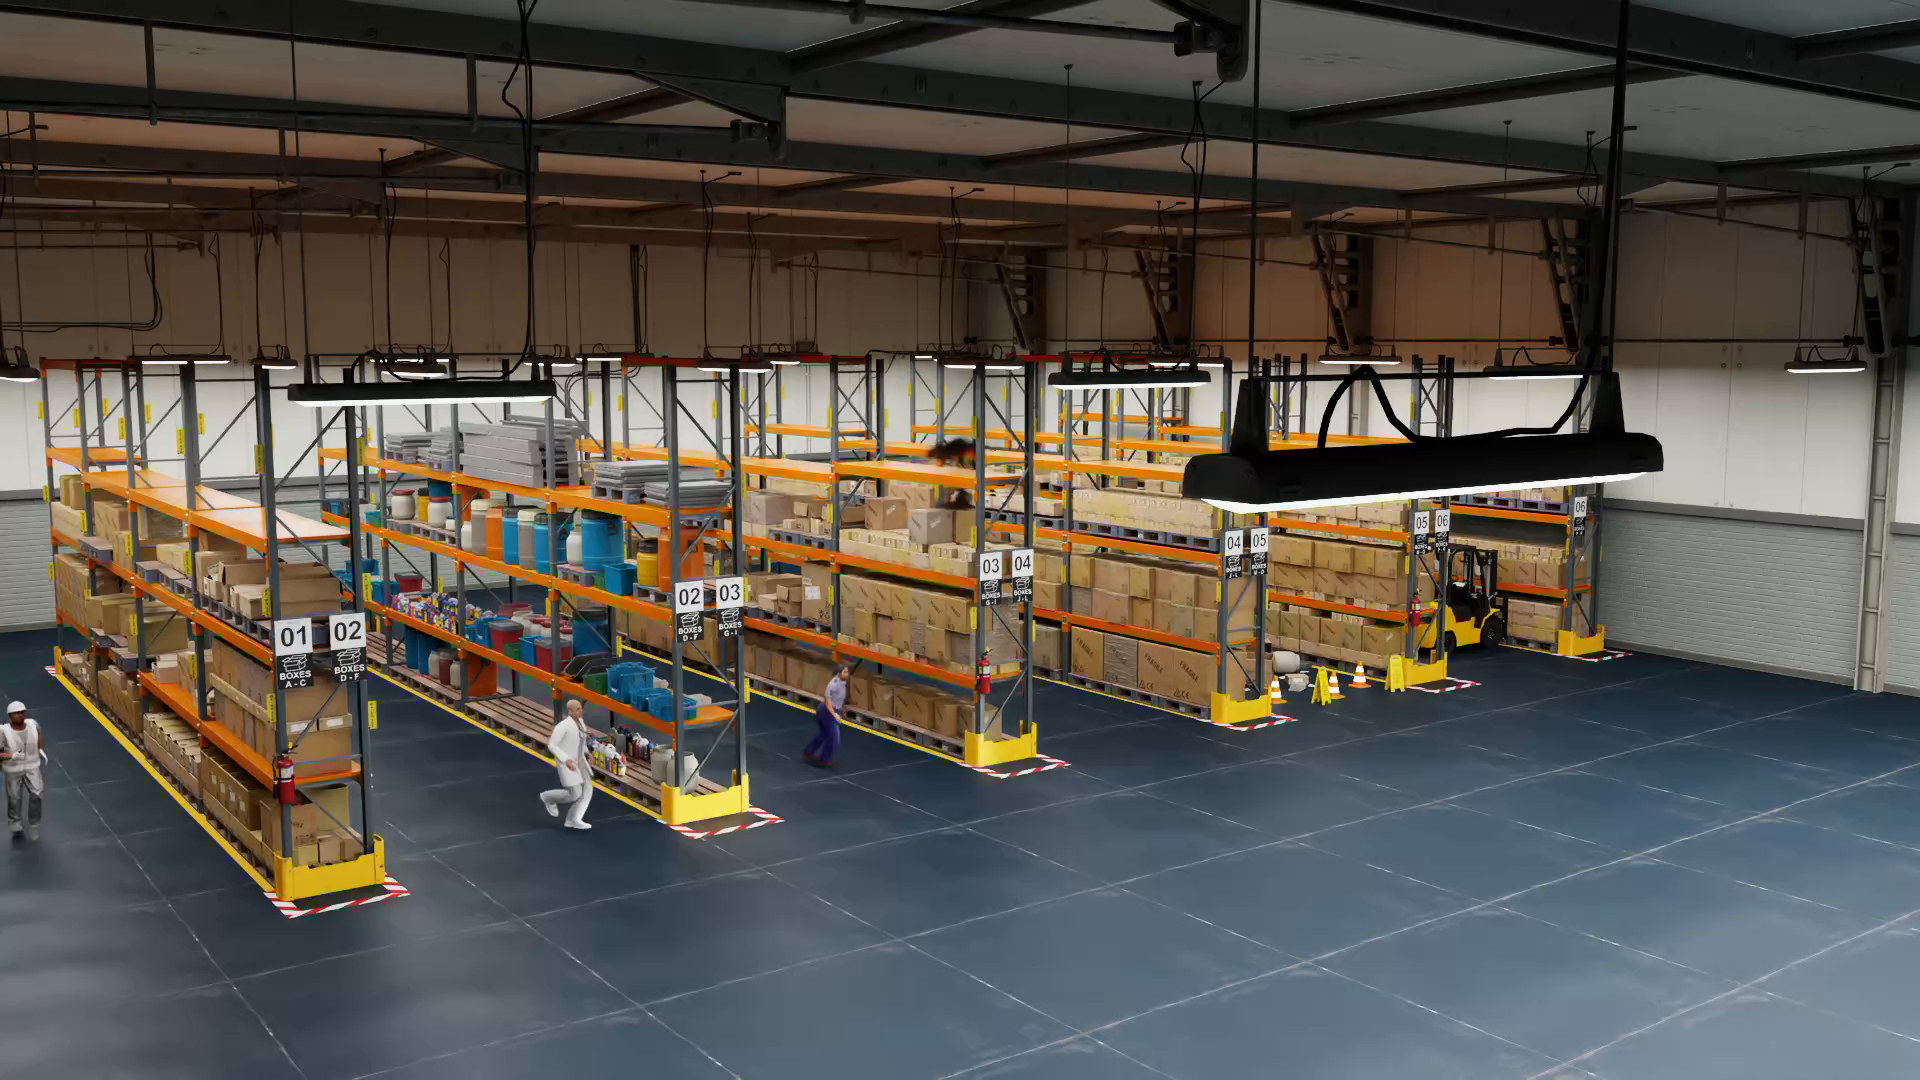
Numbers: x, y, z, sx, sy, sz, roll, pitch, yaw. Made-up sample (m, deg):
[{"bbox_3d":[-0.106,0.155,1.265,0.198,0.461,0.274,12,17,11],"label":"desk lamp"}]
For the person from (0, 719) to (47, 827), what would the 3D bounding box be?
[{"bbox_3d":[-11.835,2.982,21.073,0.571,1.396,0.816,-6,9,-40],"label":"person"}]

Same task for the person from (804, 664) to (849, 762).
[{"bbox_3d":[-1.997,2.562,24.701,0.721,1.500,0.555,1,7,4],"label":"person"}]

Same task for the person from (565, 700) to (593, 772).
[{"bbox_3d":[-5.002,2.511,21.547,0.438,0.897,0.681,3,7,24],"label":"person"}]
